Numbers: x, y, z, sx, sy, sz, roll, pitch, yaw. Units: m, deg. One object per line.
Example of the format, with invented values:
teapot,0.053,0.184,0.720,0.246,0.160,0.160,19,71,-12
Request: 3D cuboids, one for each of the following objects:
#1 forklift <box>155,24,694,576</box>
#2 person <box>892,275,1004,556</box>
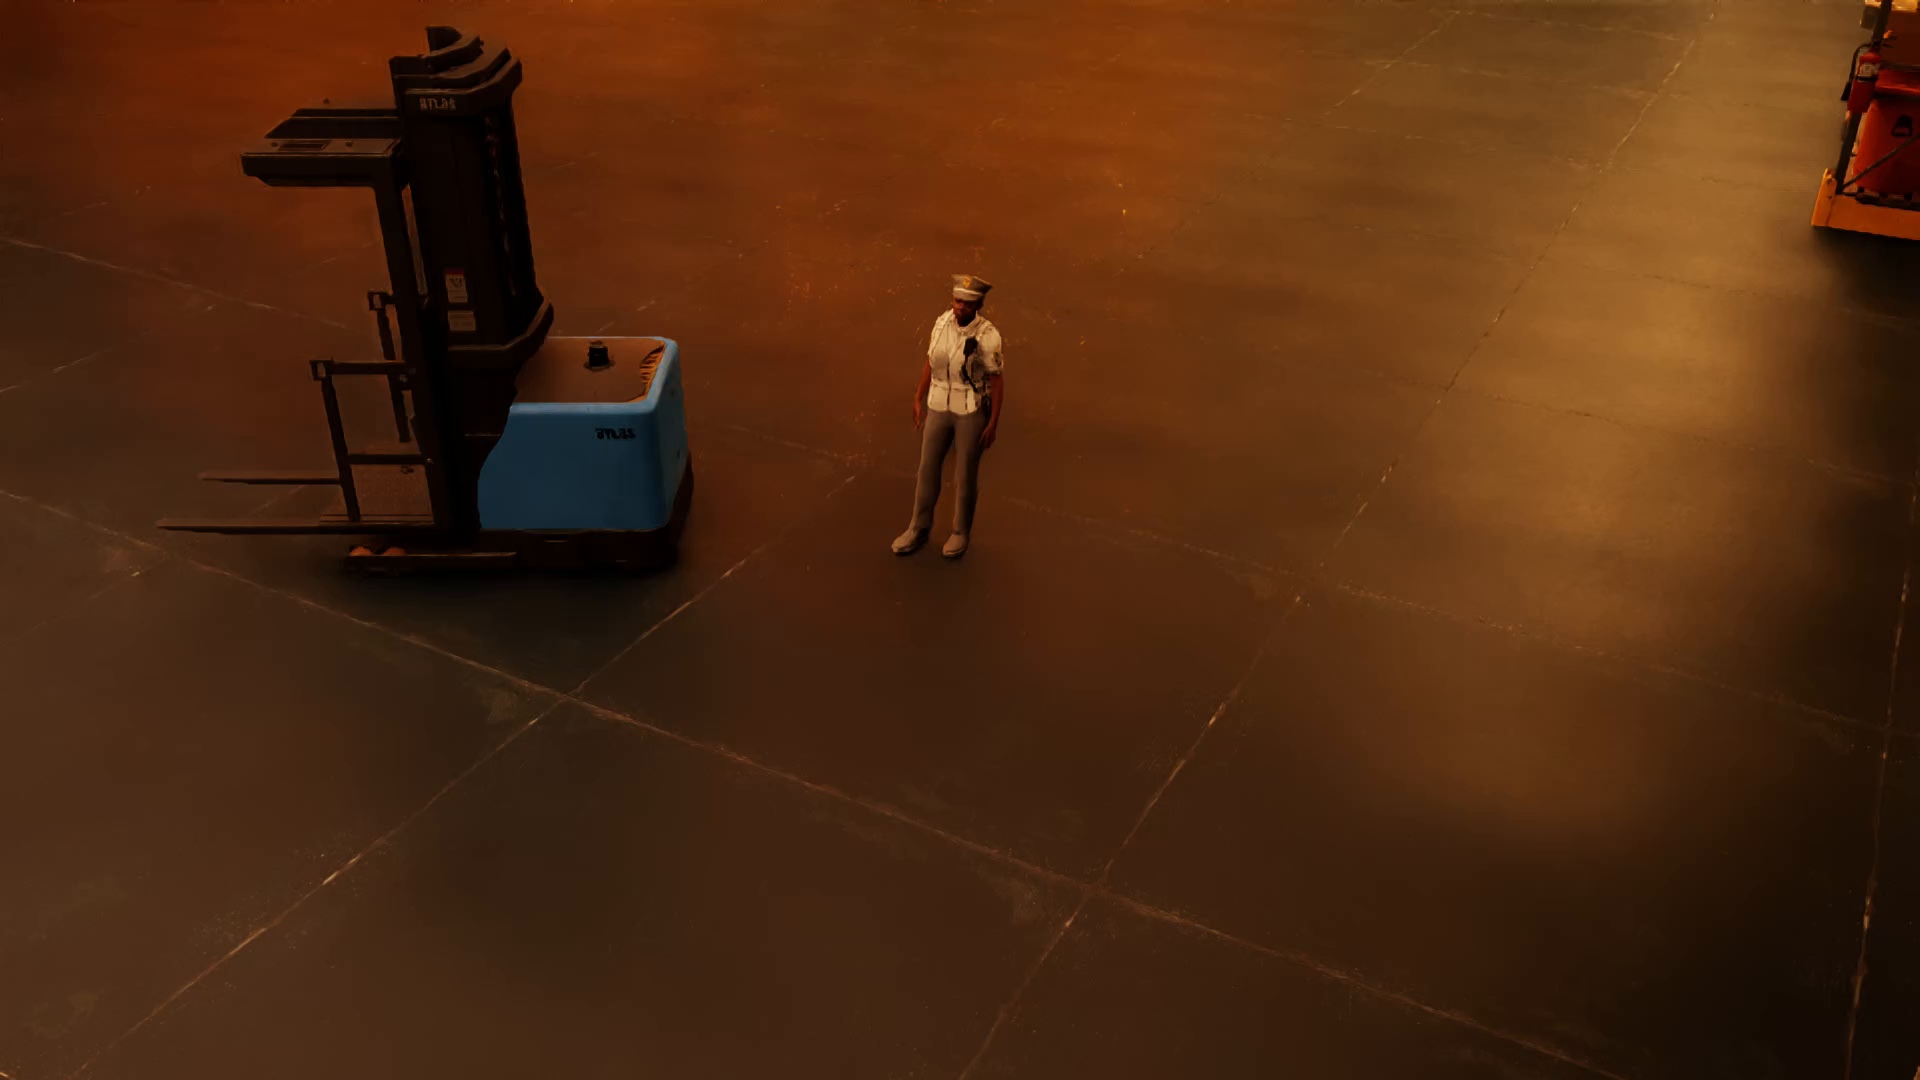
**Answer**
forklift,-3.185,-1.323,9.363,3.031,2.935,1.130,0,30,0
person,-0.054,-0.711,9.527,0.570,1.693,0.529,15,33,25
